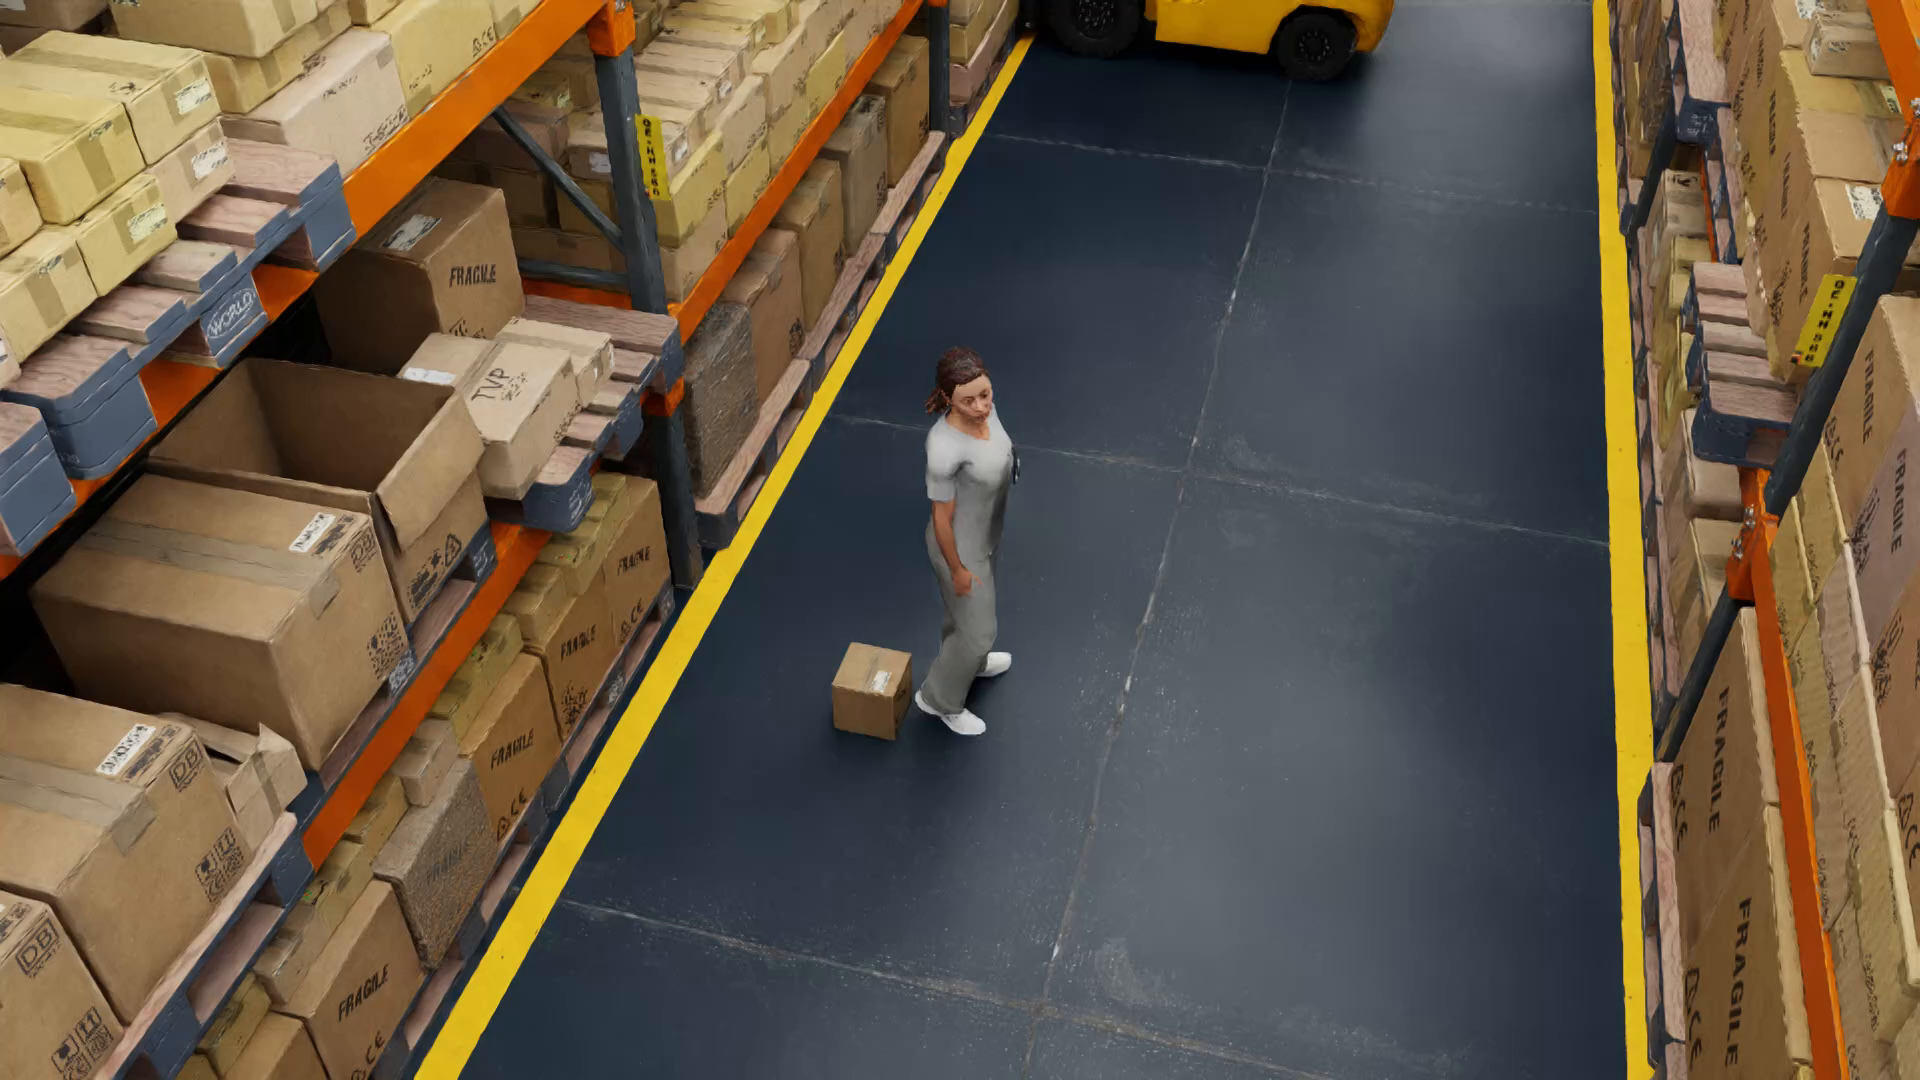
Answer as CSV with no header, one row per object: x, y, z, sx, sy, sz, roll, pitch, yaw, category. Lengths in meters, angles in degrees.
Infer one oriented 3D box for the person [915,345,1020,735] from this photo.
0.030,0.003,6.152,0.339,1.703,0.486,13,43,15,person
